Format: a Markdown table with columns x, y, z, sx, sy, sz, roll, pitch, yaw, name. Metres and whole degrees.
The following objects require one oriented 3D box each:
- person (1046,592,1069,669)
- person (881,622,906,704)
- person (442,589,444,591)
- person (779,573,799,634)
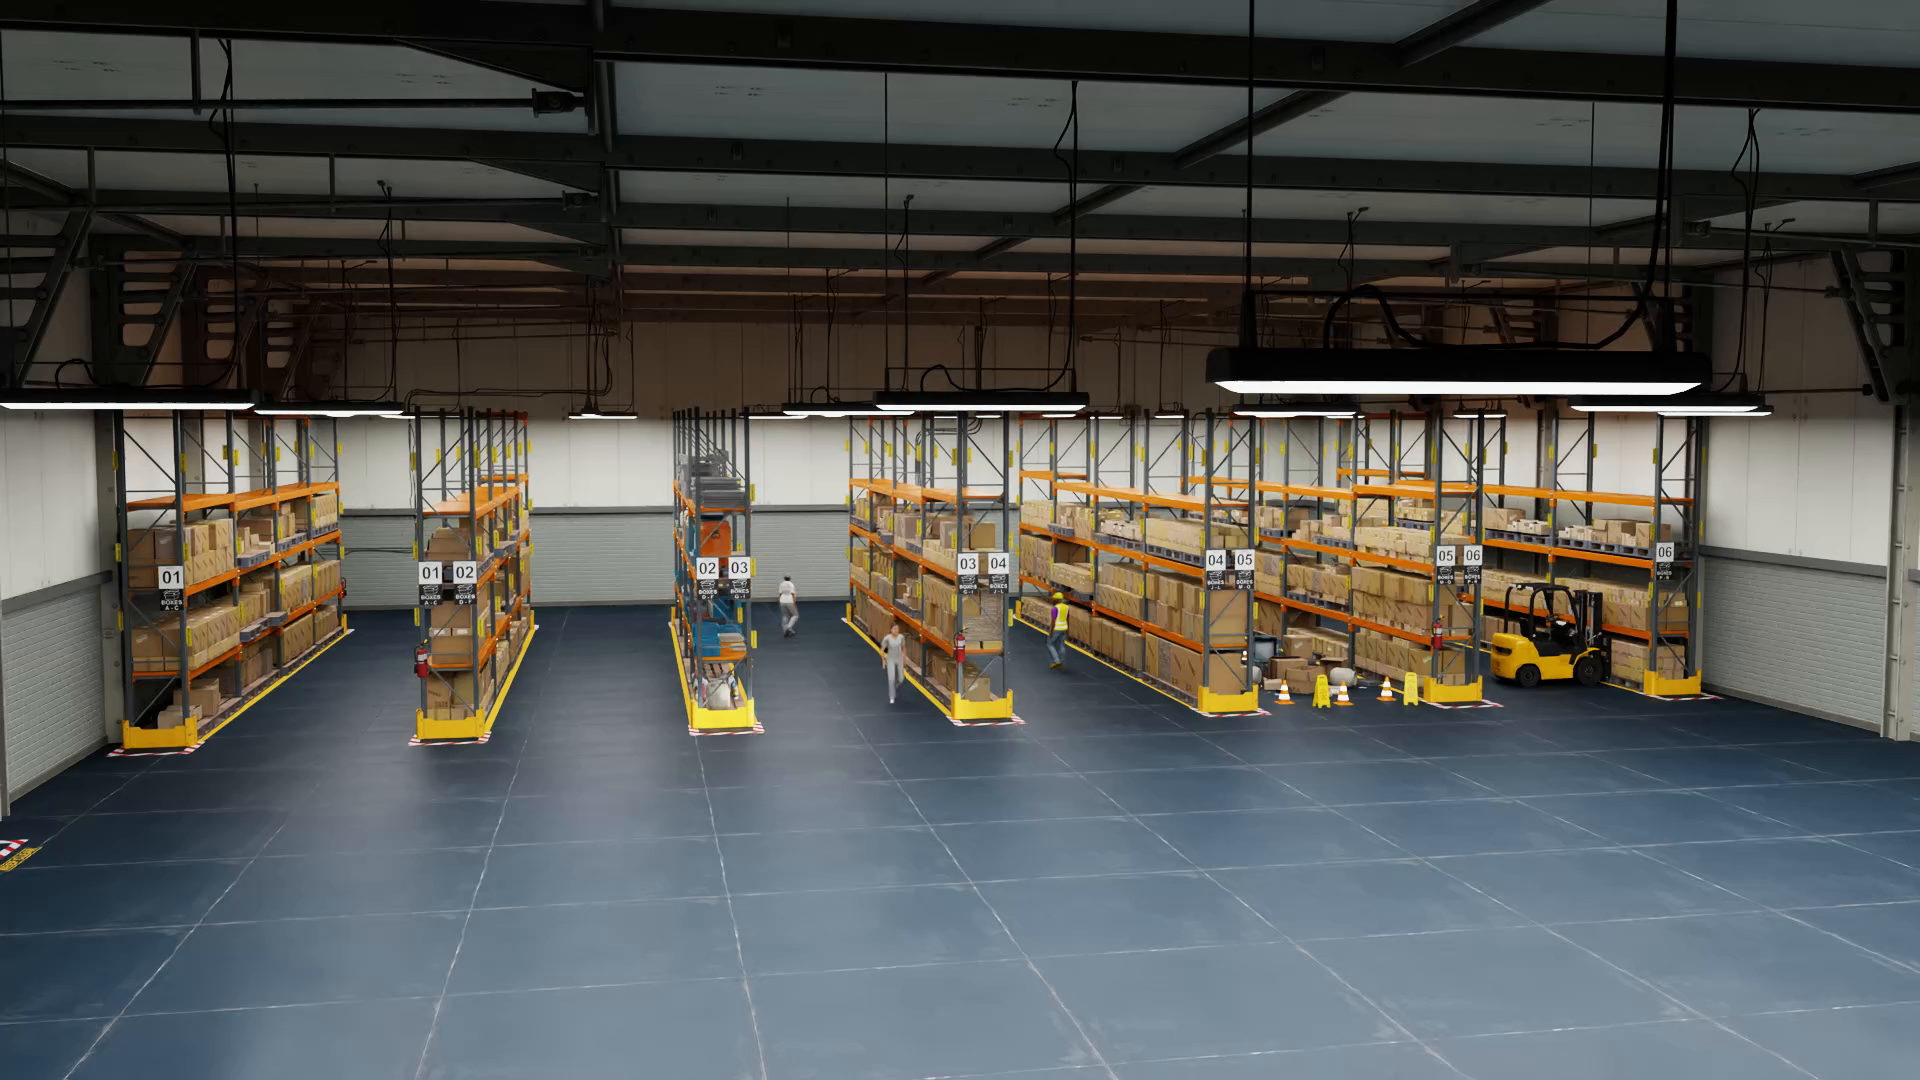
| x | y | z | sx | sy | sz | roll | pitch | yaw | name |
| --- | --- | --- | --- | --- | --- | --- | --- | --- | --- |
| 2.281 | 2.108 | 38.614 | 0.613 | 1.788 | 0.387 | -4 | 6 | -44 | person |
| -1.374 | 2.485 | 34.027 | 0.524 | 1.659 | 0.627 | -2 | 4 | -21 | person |
| -13.818 | 1.708 | 44.432 | 0.578 | 1.723 | 0.520 | 1 | 4 | 18 | person |
| -4.633 | 1.719 | 44.695 | 0.532 | 1.664 | 0.485 | 2 | 5 | 31 | person |
